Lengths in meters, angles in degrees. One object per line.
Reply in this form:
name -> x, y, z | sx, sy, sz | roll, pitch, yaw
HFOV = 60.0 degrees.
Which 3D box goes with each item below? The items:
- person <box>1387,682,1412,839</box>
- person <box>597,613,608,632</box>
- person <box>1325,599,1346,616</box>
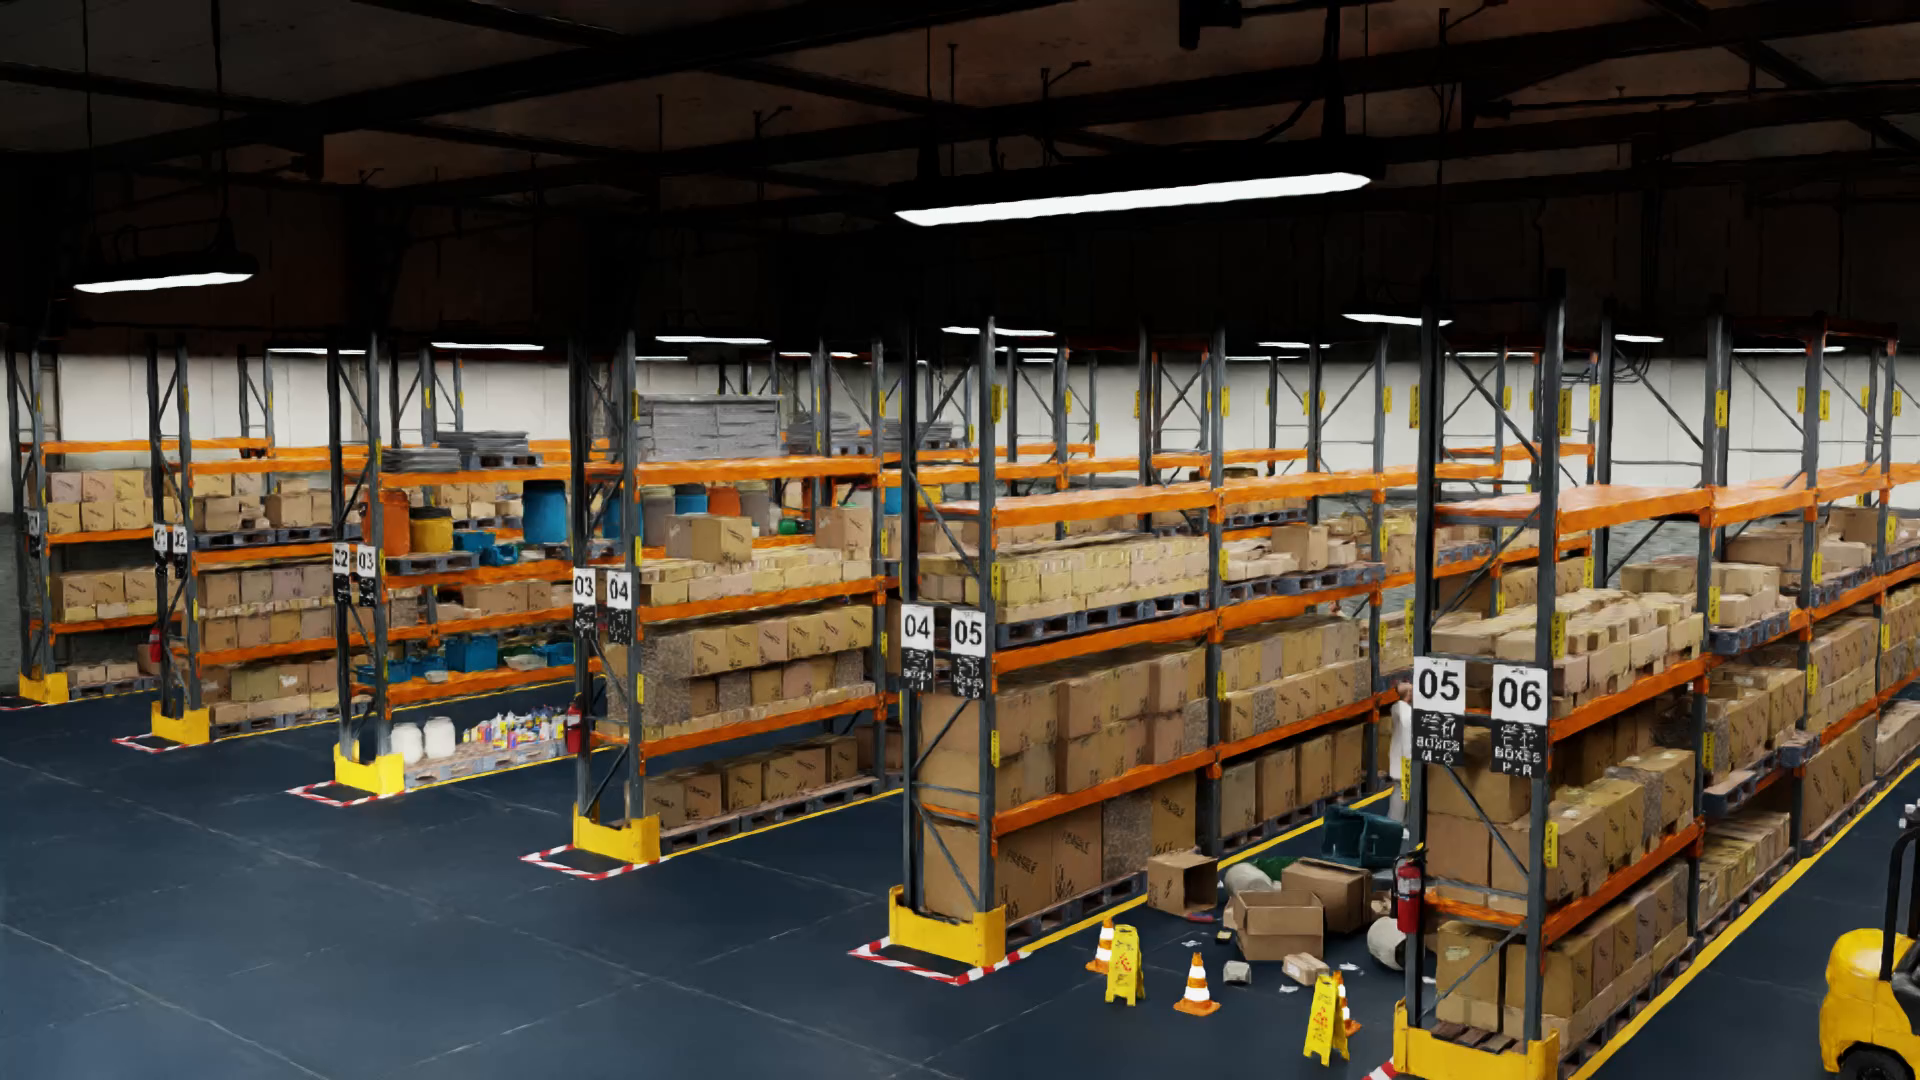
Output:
person -> 5.196, 2.583, 19.291 | 0.514, 1.673, 0.638 | 1, 5, 8
person -> -7.192, 1.149, 35.045 | 0.604, 1.724, 1.111 | 4, 7, 38
person -> 6.510, 1.758, 28.882 | 0.446, 1.591, 1.110 | 4, 6, 36
